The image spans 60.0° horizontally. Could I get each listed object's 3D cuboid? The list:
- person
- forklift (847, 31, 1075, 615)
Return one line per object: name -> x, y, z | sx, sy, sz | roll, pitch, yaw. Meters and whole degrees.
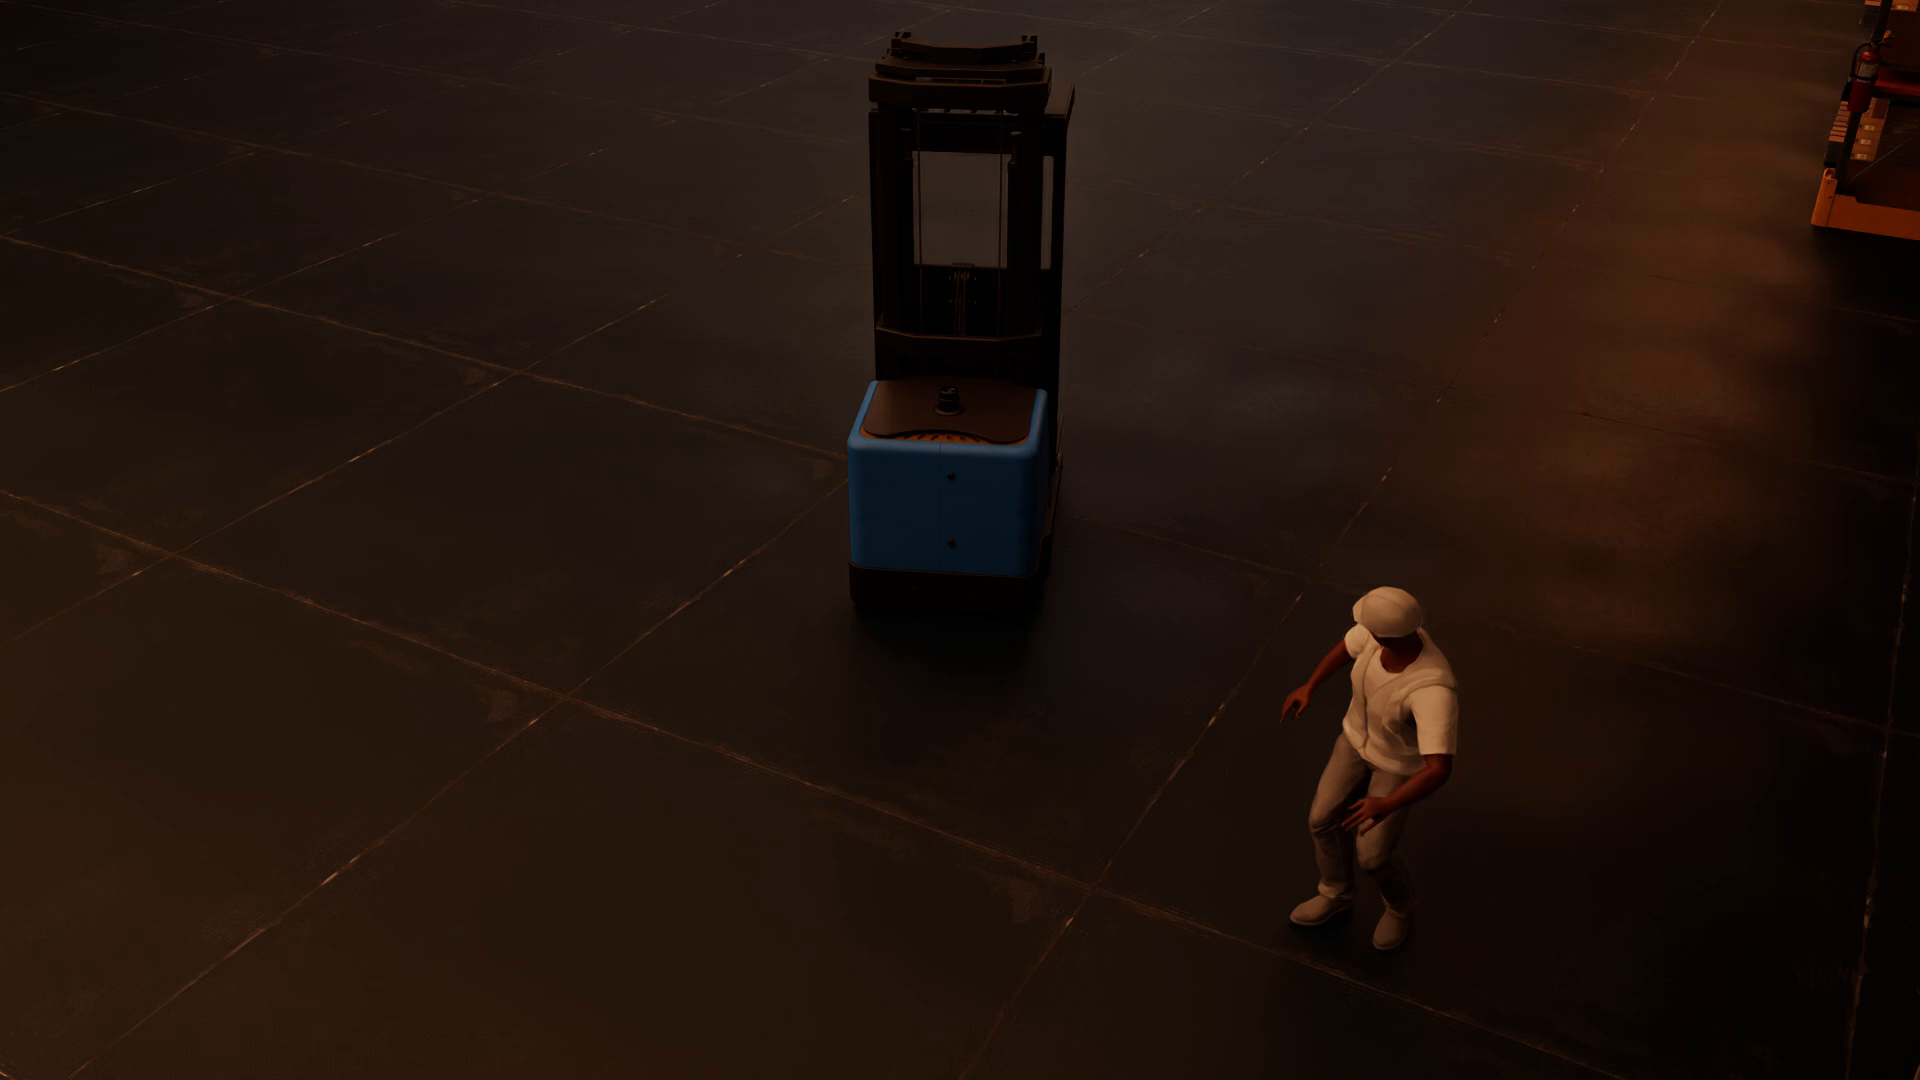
person -> 1.631, 0.923, 6.743 | 0.707, 1.694, 0.832 | -17, 34, -27
forklift -> 0.072, -1.572, 9.794 | 1.130, 2.935, 3.031 | 3, 30, 6
